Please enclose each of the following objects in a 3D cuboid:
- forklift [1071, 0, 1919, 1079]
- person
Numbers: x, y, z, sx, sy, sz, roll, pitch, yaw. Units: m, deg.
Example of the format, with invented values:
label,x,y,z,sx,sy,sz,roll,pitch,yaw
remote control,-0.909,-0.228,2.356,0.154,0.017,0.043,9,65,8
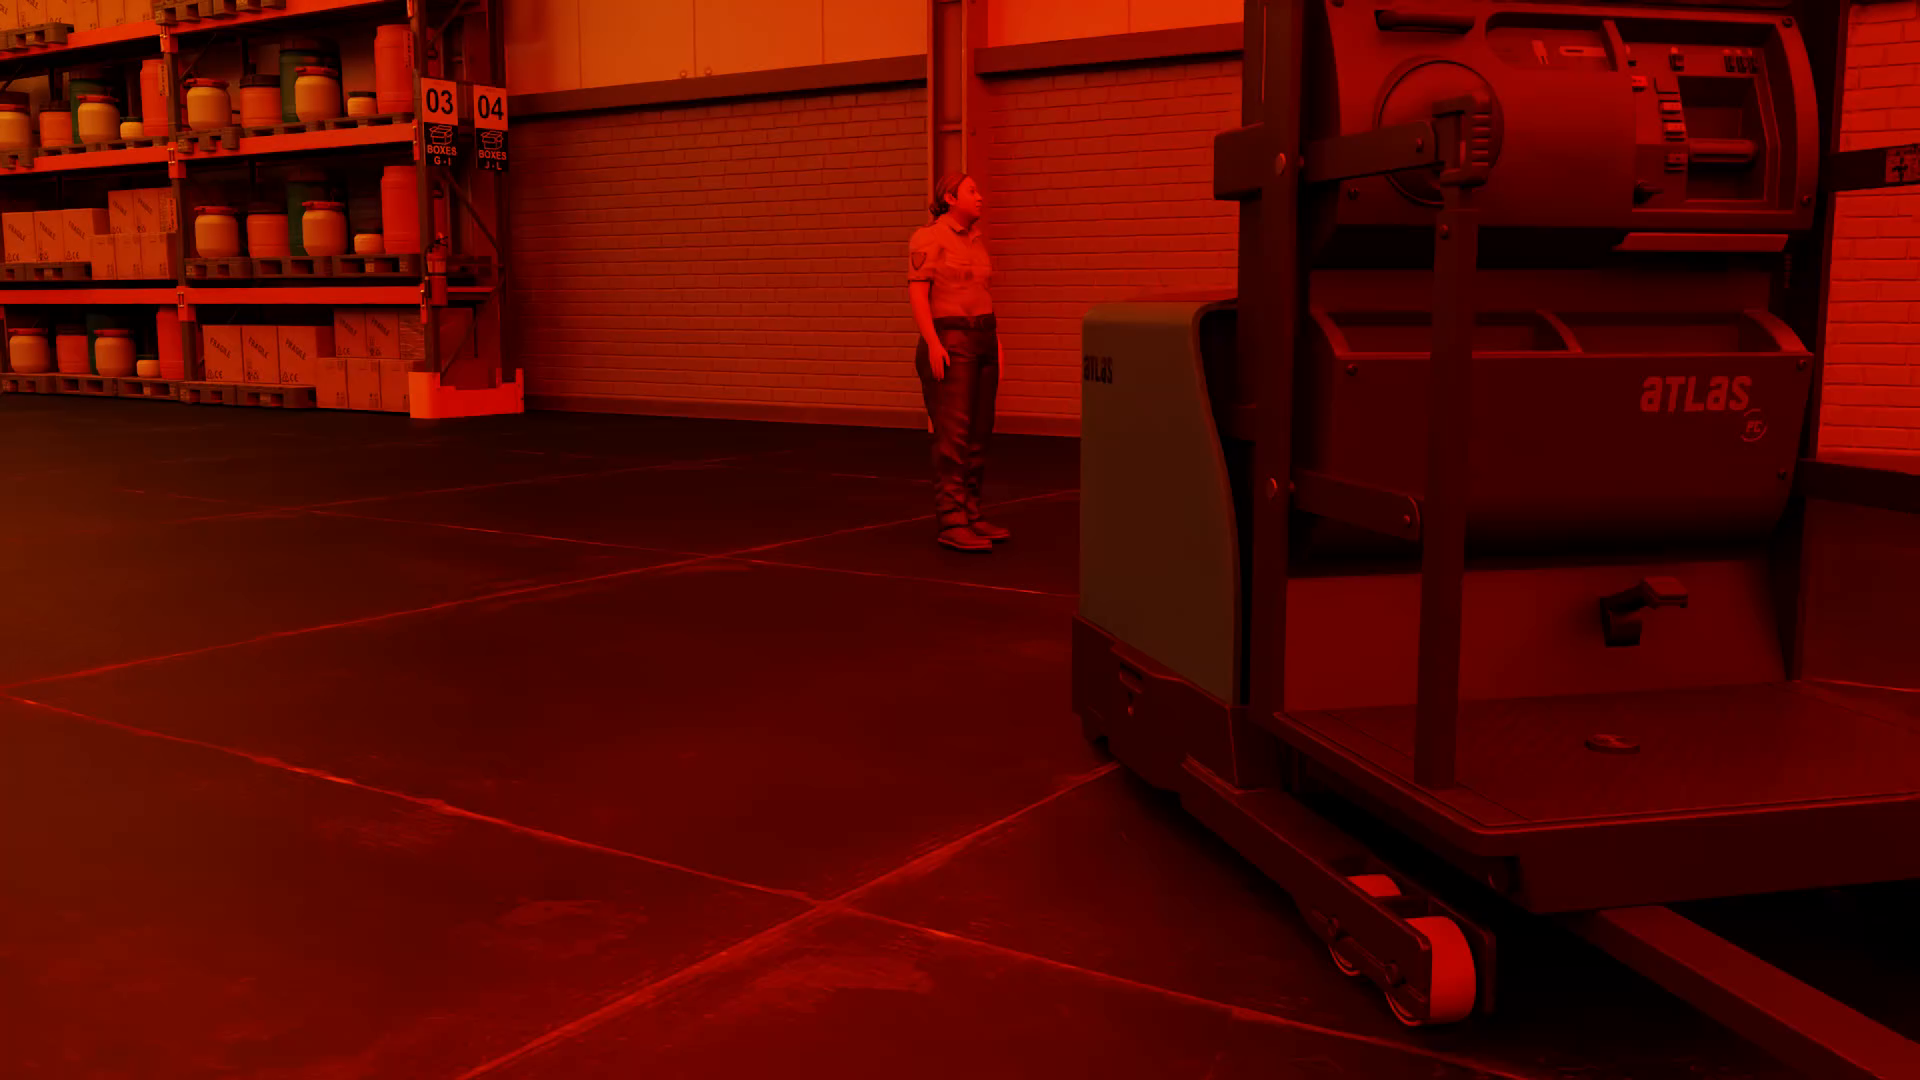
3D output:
label,x,y,z,sx,sy,sz,roll,pitch,yaw
forklift,1.121,-0.781,2.686,1.130,2.935,3.031,-2,8,-13
person,0.062,-0.809,7.418,0.502,1.643,0.598,5,10,34
